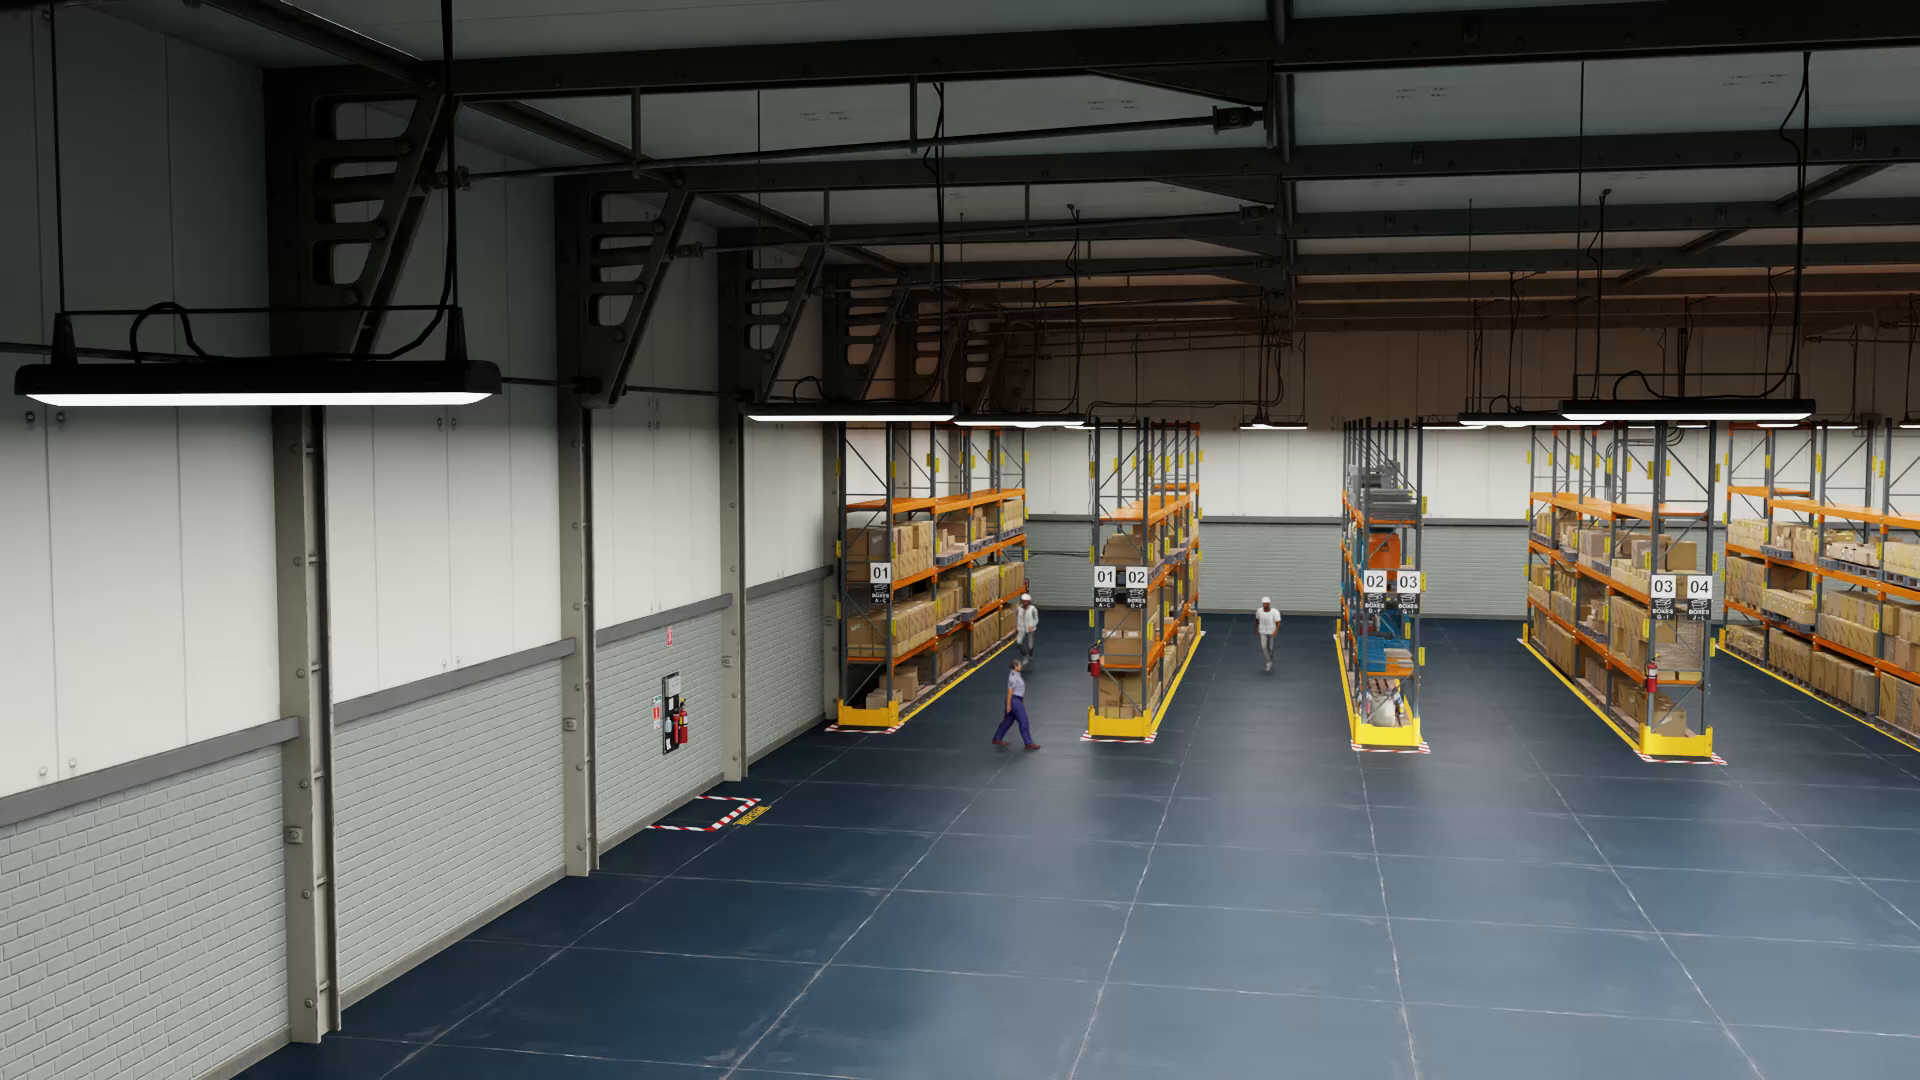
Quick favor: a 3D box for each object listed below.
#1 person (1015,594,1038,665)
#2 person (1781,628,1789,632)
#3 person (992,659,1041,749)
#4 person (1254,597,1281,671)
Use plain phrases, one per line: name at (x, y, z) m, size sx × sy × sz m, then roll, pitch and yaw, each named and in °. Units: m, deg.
person at (1.571, 2.113, 39.563) m, size 0.634 × 1.685 × 0.841 m, roll 1°, pitch 4°, yaw 13°
person at (22.187, 1.989, 44.381) m, size 0.483 × 1.678 × 0.408 m, roll -3°, pitch 5°, yaw -42°
person at (1.023, 2.952, 30.163) m, size 0.871 × 1.608 × 0.510 m, roll 0°, pitch 4°, yaw -1°
person at (7.424, 2.275, 40.247) m, size 0.680 × 1.793 × 0.787 m, roll 1°, pitch 4°, yaw 18°
